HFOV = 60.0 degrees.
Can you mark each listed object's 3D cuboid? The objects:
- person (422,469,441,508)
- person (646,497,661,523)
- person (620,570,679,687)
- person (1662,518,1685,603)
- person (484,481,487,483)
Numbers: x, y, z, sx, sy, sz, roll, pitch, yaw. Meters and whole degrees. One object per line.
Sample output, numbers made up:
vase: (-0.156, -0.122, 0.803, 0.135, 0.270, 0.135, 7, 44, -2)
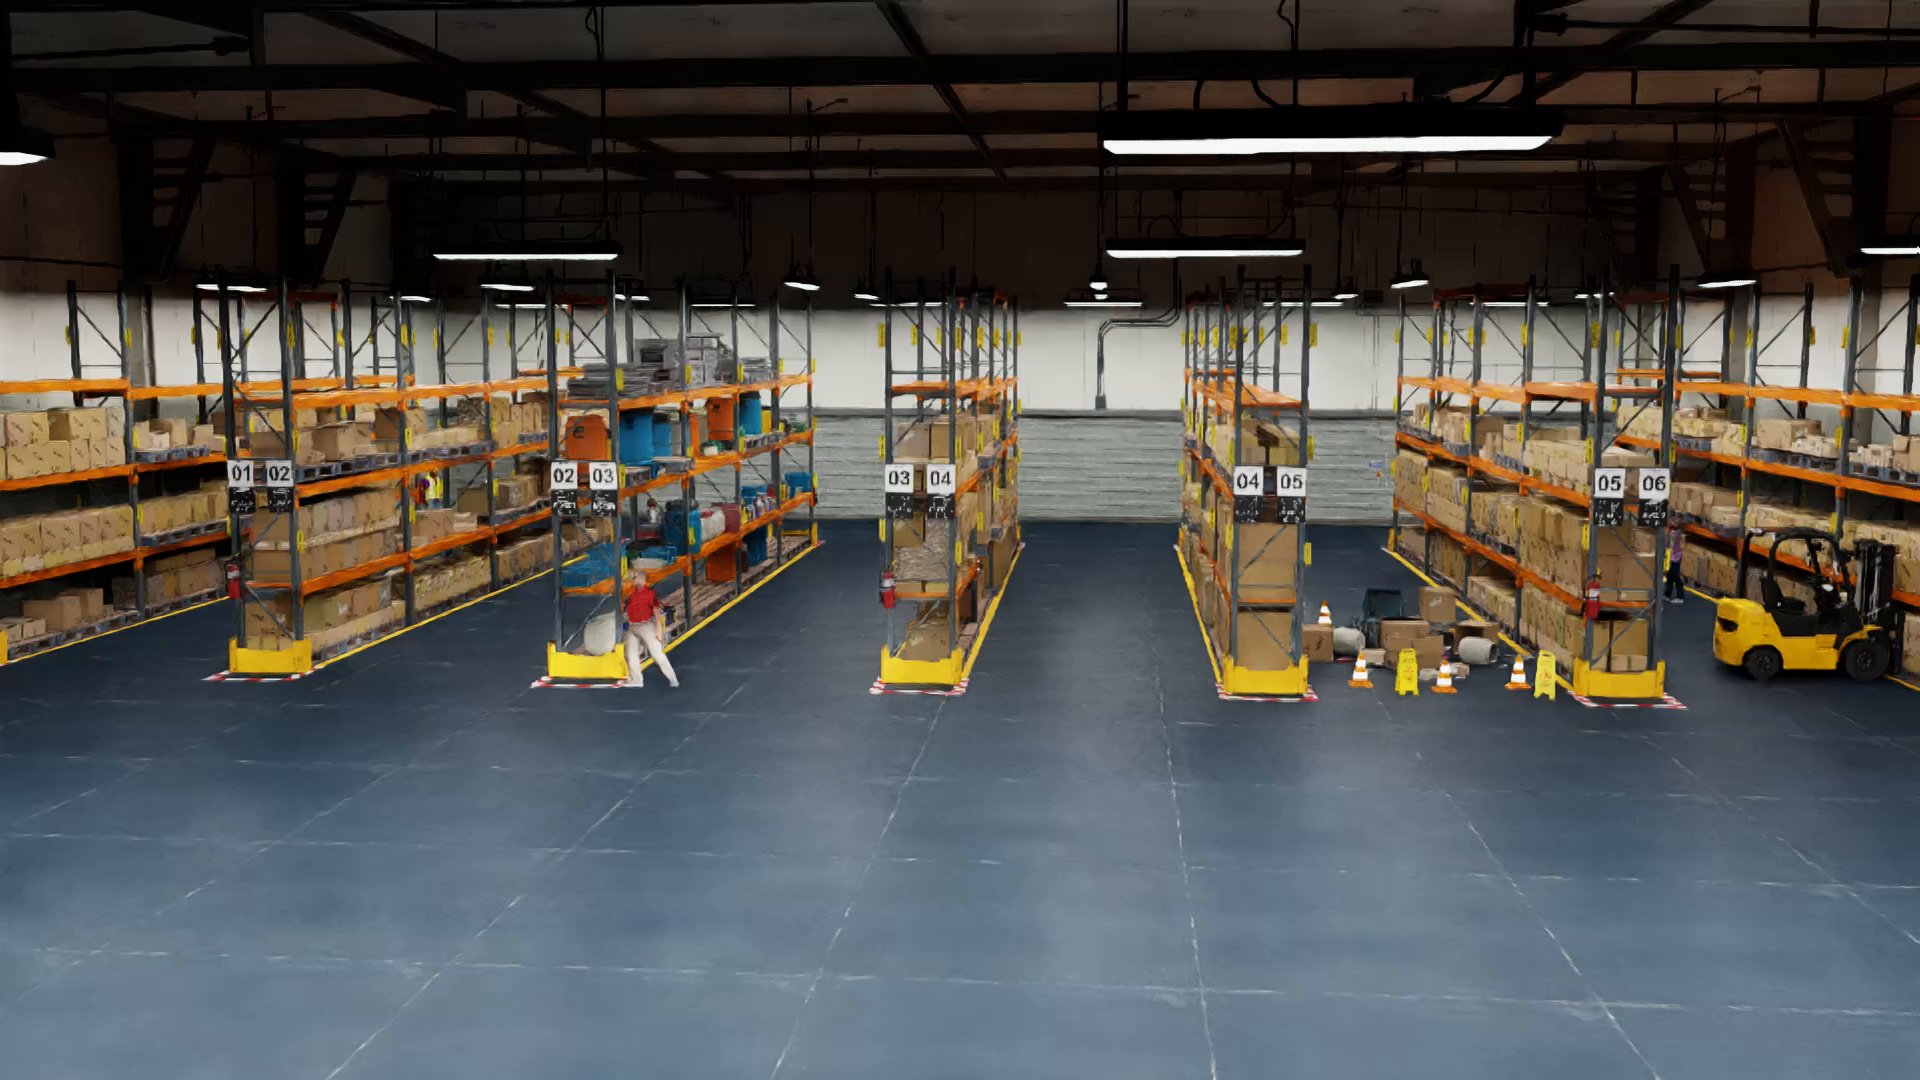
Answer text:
person: (-13.568, -1.046, 42.518, 0.465, 1.761, 0.722, 4, 8, 31)
person: (-6.599, -0.117, 35.671, 0.407, 1.594, 0.452, -3, 8, -23)
person: (-4.430, 1.276, 23.843, 0.762, 1.681, 0.630, 6, 9, 42)
person: (13.495, 0.373, 31.538, 0.536, 1.590, 0.534, 4, 8, 28)
person: (-10.925, -0.543, 38.590, 0.543, 1.684, 1.115, 1, 7, 7)
